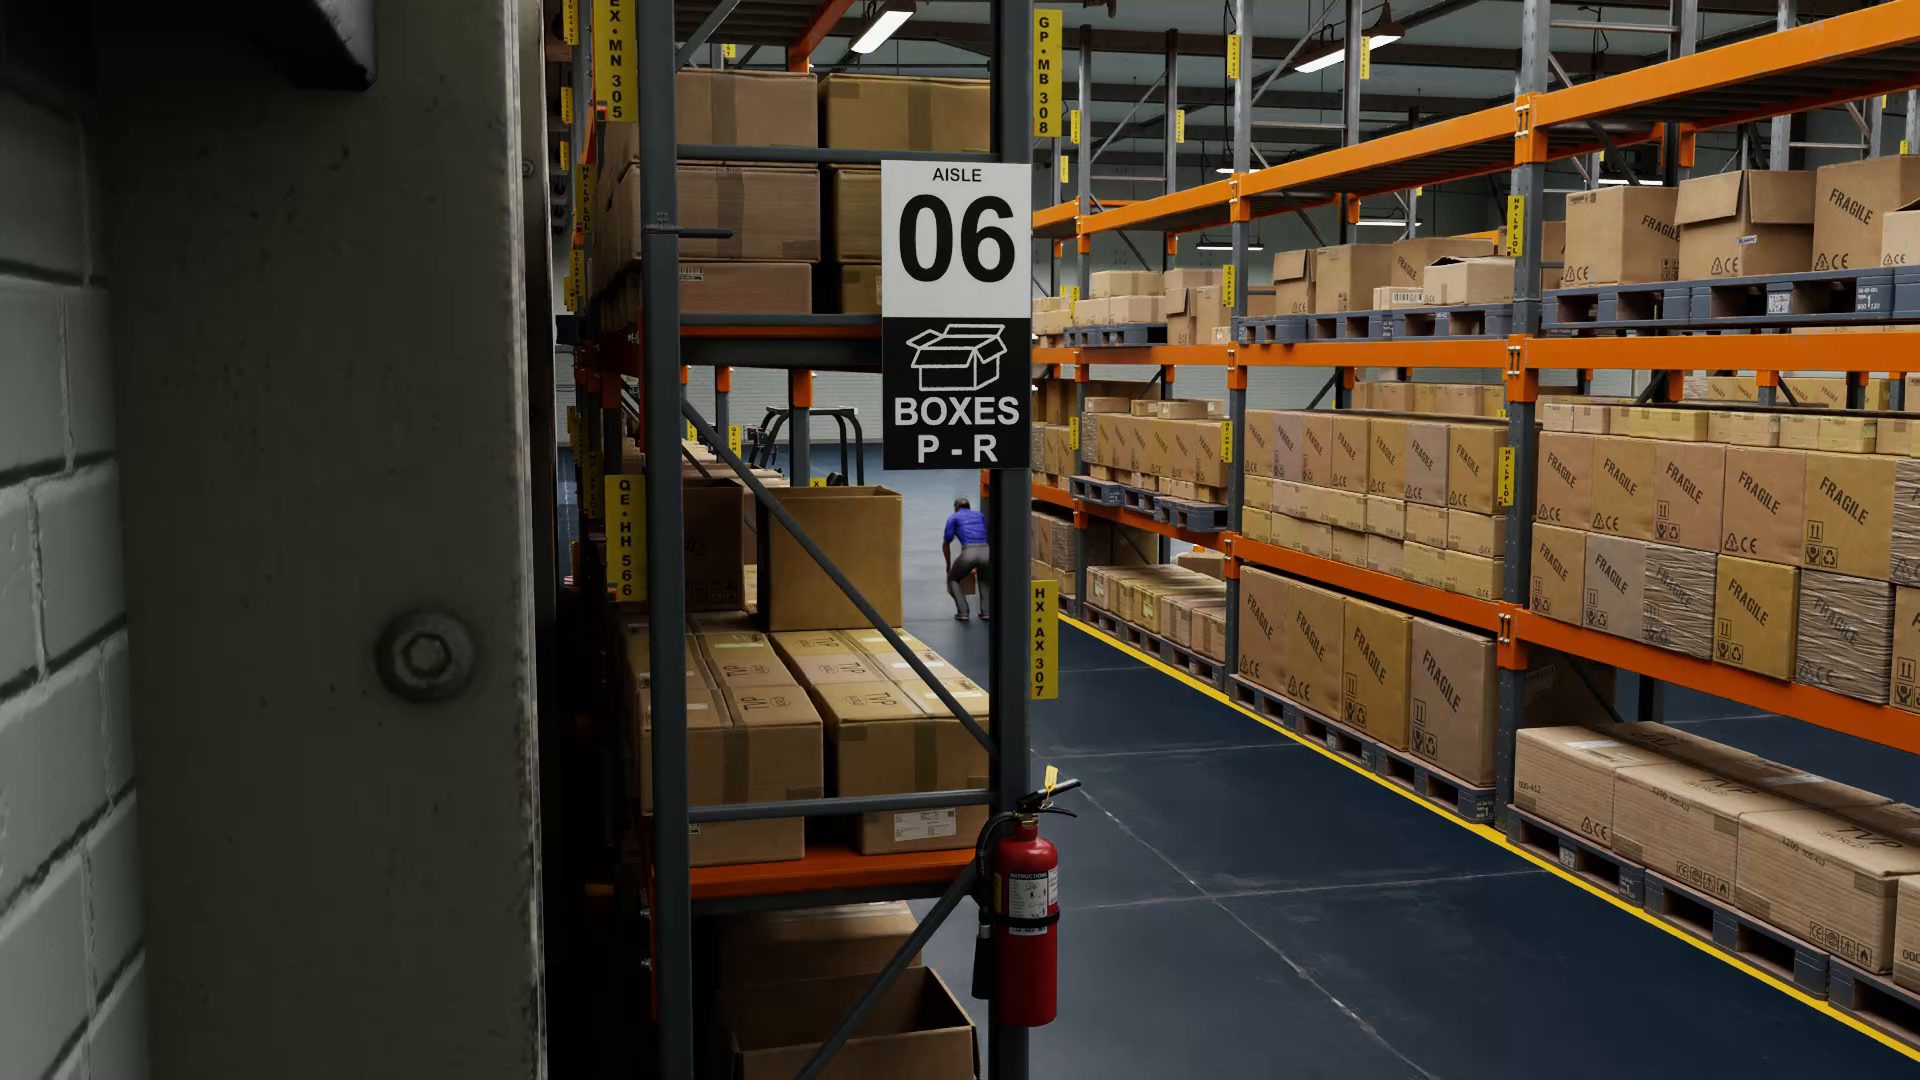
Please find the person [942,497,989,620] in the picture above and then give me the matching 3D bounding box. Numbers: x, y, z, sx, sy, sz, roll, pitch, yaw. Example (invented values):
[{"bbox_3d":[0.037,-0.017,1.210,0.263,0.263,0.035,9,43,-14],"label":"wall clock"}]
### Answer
[{"bbox_3d":[0.085,0.199,17.297,0.499,1.252,0.694,-2,6,-14],"label":"person"}]
